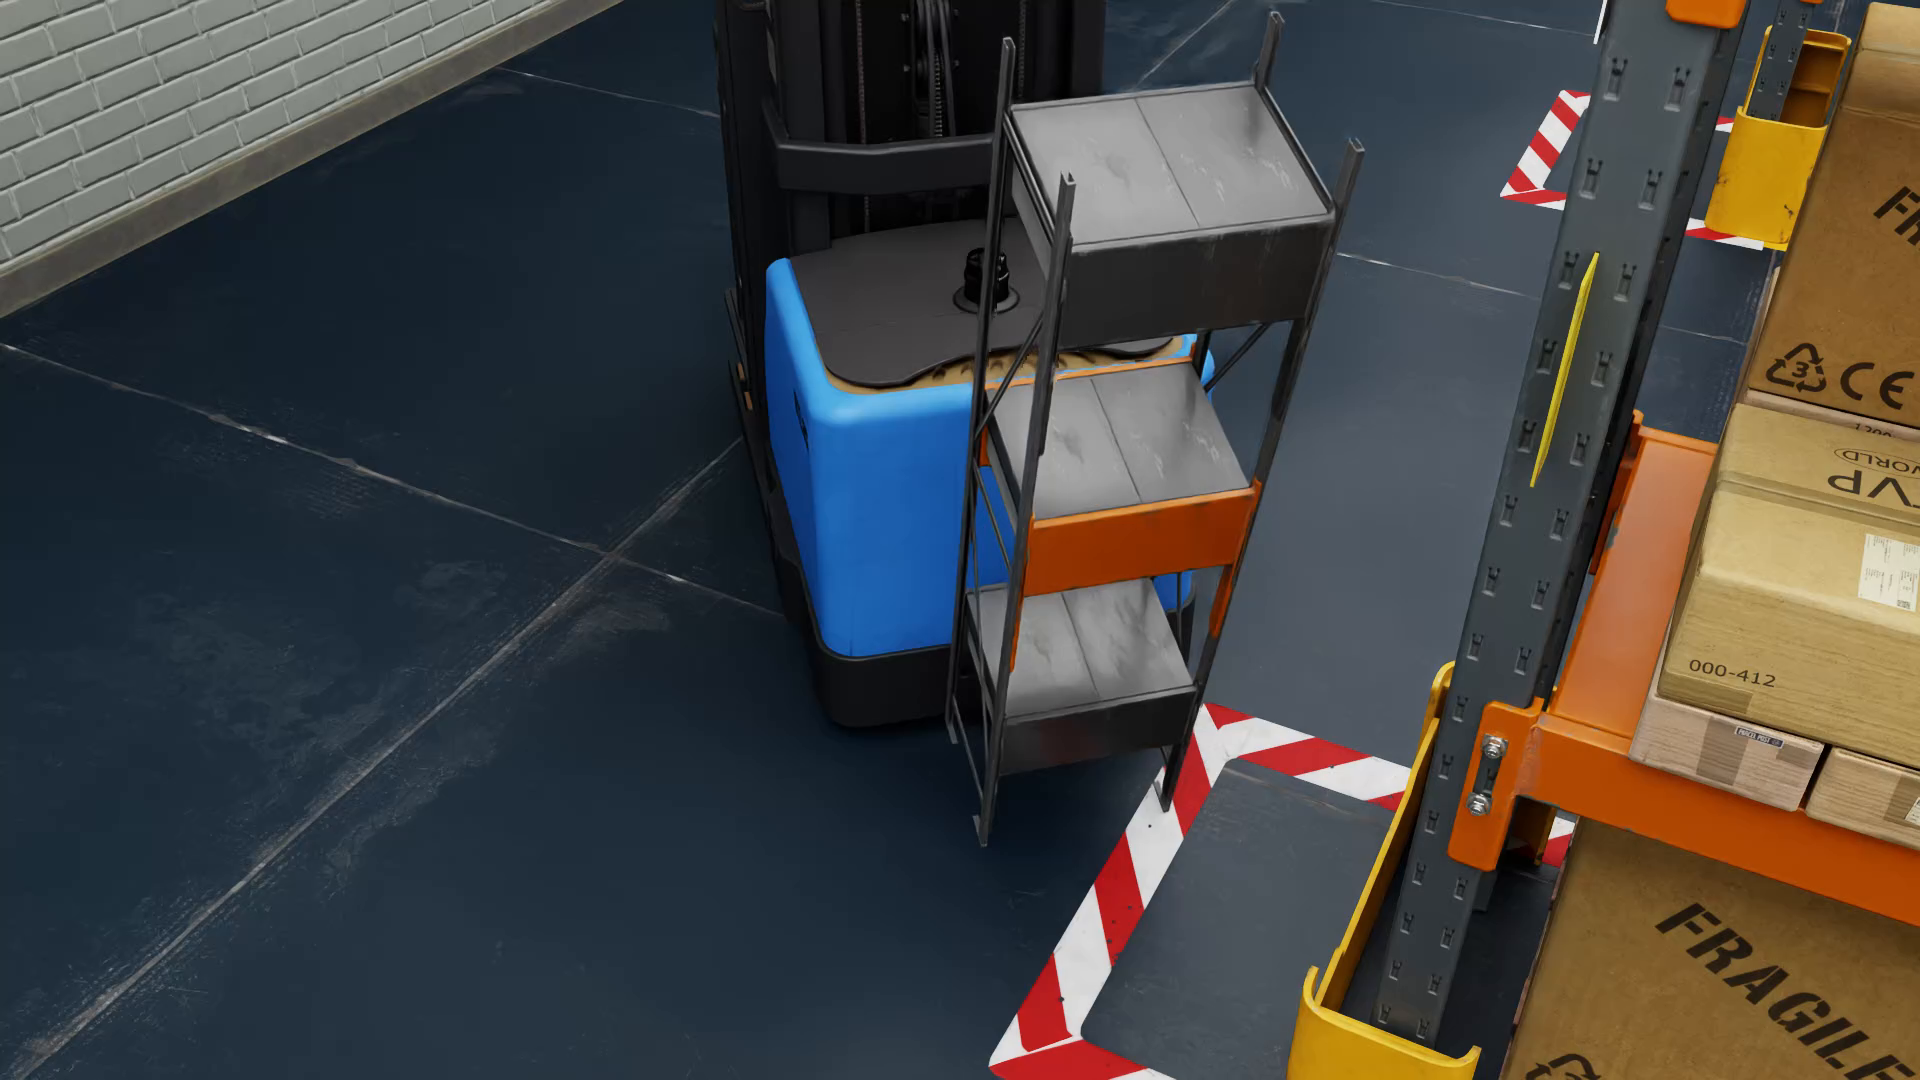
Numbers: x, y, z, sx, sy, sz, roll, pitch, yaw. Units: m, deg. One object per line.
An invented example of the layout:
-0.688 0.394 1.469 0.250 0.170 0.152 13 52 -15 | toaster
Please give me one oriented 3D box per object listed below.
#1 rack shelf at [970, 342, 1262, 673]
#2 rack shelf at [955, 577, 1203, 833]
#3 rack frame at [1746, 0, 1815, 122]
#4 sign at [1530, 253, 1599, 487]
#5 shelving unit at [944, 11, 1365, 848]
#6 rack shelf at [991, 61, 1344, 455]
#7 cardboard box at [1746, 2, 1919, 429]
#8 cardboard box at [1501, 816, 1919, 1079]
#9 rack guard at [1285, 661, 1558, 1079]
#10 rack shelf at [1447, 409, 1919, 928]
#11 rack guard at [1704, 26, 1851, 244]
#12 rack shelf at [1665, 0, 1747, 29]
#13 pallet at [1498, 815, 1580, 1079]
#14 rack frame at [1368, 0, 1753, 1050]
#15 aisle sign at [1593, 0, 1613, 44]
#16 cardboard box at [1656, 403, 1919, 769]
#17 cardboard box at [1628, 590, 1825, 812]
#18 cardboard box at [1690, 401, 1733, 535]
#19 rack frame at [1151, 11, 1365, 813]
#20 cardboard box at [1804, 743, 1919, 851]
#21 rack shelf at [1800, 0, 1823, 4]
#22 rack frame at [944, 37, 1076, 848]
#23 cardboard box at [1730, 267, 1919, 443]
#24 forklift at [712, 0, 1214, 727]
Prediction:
0.306 -0.068 3.580 0.480 0.518 0.431 -9 52 -11 | rack shelf
0.268 0.377 4.120 0.480 0.518 0.431 -9 52 -11 | rack shelf
3.462 -2.784 6.437 0.127 3.000 1.000 17 41 21 | rack frame
0.831 -0.229 2.290 0.005 0.325 0.100 17 41 21 | sign
0.307 -0.076 3.570 0.503 2.100 0.431 -9 52 -11 | shelving unit
0.344 -0.512 3.040 0.480 0.518 0.431 -9 52 -11 | rack shelf
1.645 -0.512 2.702 0.500 0.500 0.500 18 41 22 | cardboard box
1.697 0.665 3.303 0.875 0.875 0.875 17 41 21 | cardboard box
1.070 0.840 3.730 0.348 0.500 1.175 17 41 21 | rack guard
2.868 0.693 2.451 4.000 0.370 1.077 17 41 21 | rack shelf
3.530 -1.767 7.165 0.348 0.500 1.175 17 41 21 | rack guard
2.868 -0.501 1.544 4.000 0.370 1.077 17 41 21 | rack shelf
1.838 1.142 3.571 1.213 0.211 1.003 17 41 21 | pallet
1.092 -0.149 2.966 0.127 3.000 1.000 17 41 21 | rack frame
0.890 -1.044 1.994 0.004 0.787 0.394 17 41 21 | aisle sign
1.394 0.070 2.554 0.500 0.250 0.500 16 40 20 | cardboard box
1.255 0.227 2.678 0.250 0.149 0.380 18 41 22 | cardboard box
1.559 -0.127 3.144 0.250 0.149 0.380 18 41 22 | cardboard box
0.543 -0.113 3.616 0.015 2.100 0.400 -9 52 -11 | rack frame
1.484 0.297 2.585 0.250 0.149 0.380 17 40 21 | cardboard box
5.238 -1.941 5.922 4.000 0.370 1.077 17 41 21 | rack shelf
0.070 -0.040 3.523 0.015 2.100 0.400 -9 52 -11 | rack frame
1.644 -0.216 2.931 0.500 0.250 0.500 17 40 21 | cardboard box
-0.190 -1.557 4.877 1.130 2.935 3.031 -8 38 -11 | forklift
